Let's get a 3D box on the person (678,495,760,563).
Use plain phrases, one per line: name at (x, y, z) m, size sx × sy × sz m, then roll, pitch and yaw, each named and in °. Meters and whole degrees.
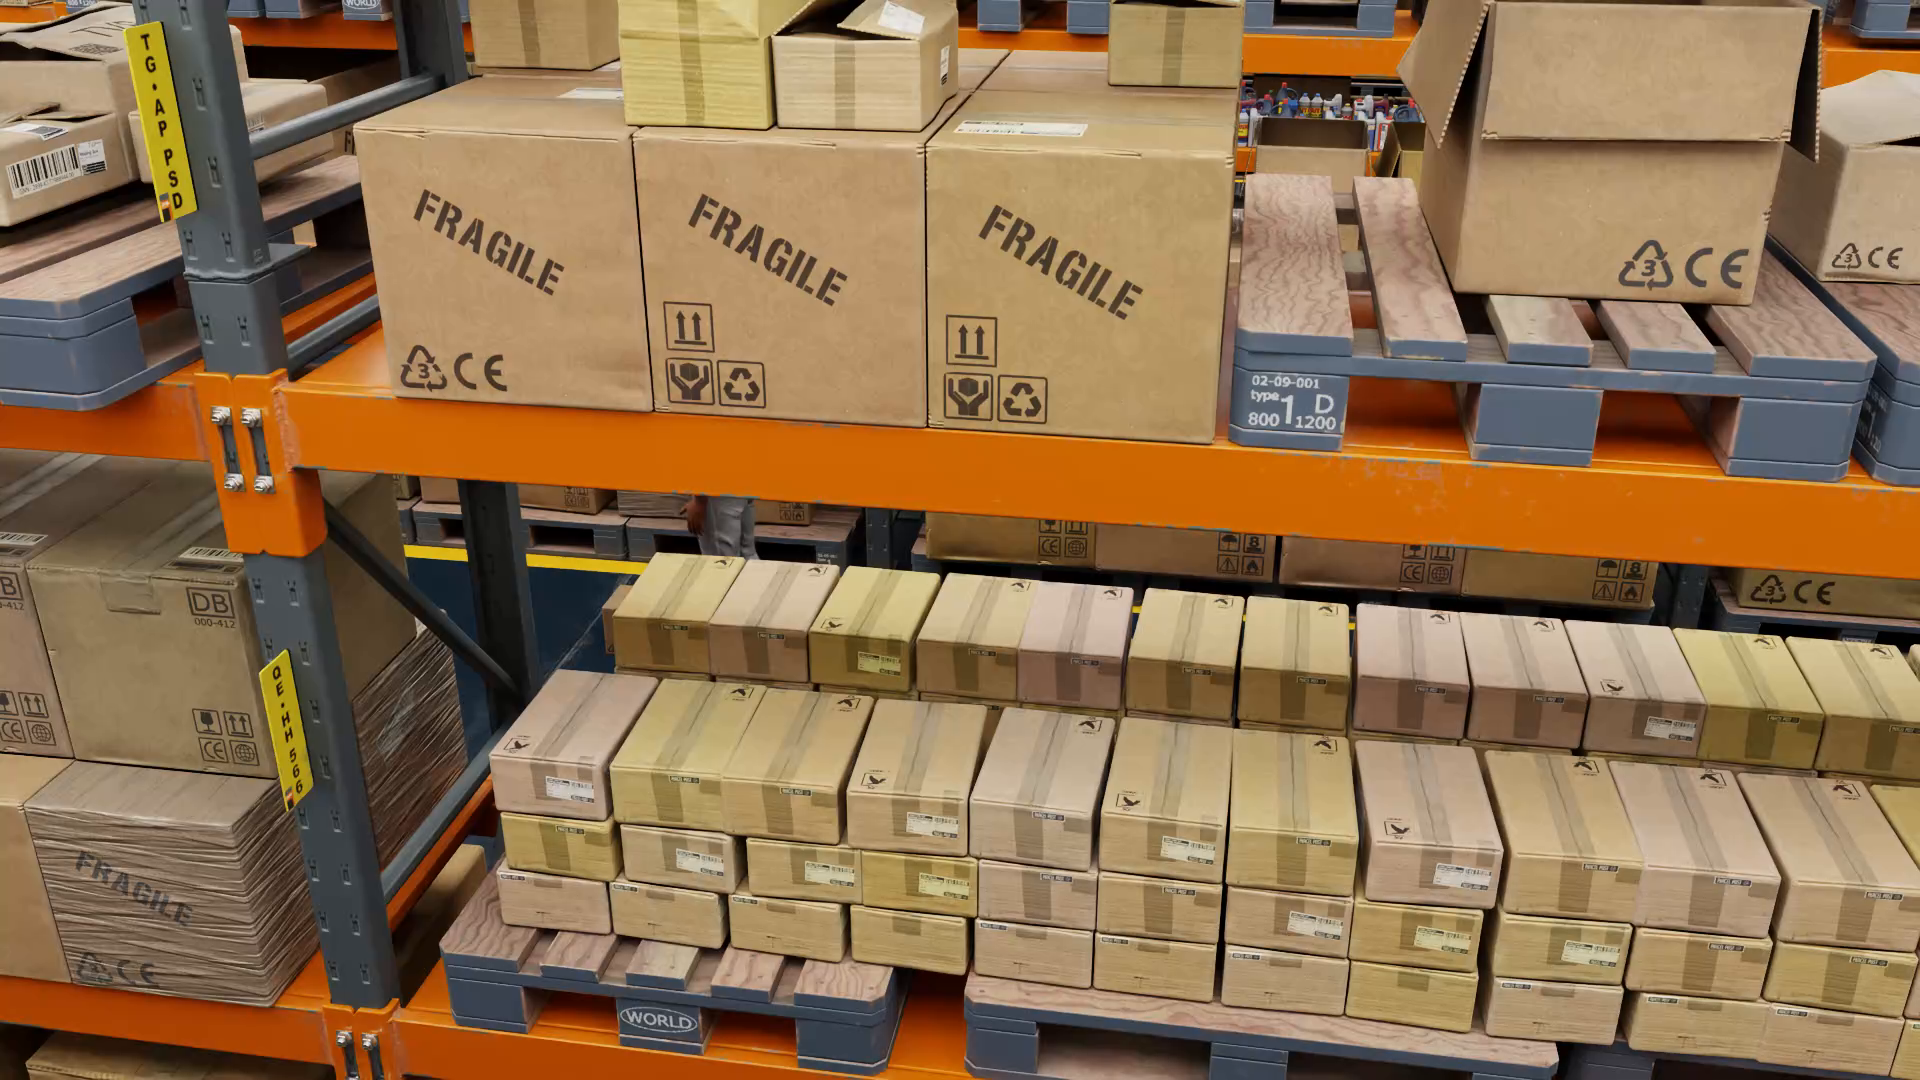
person at (-1.084, -0.251, 7.621) m, size 0.369 × 1.766 × 0.563 m, roll 6°, pitch 25°, yaw 13°
